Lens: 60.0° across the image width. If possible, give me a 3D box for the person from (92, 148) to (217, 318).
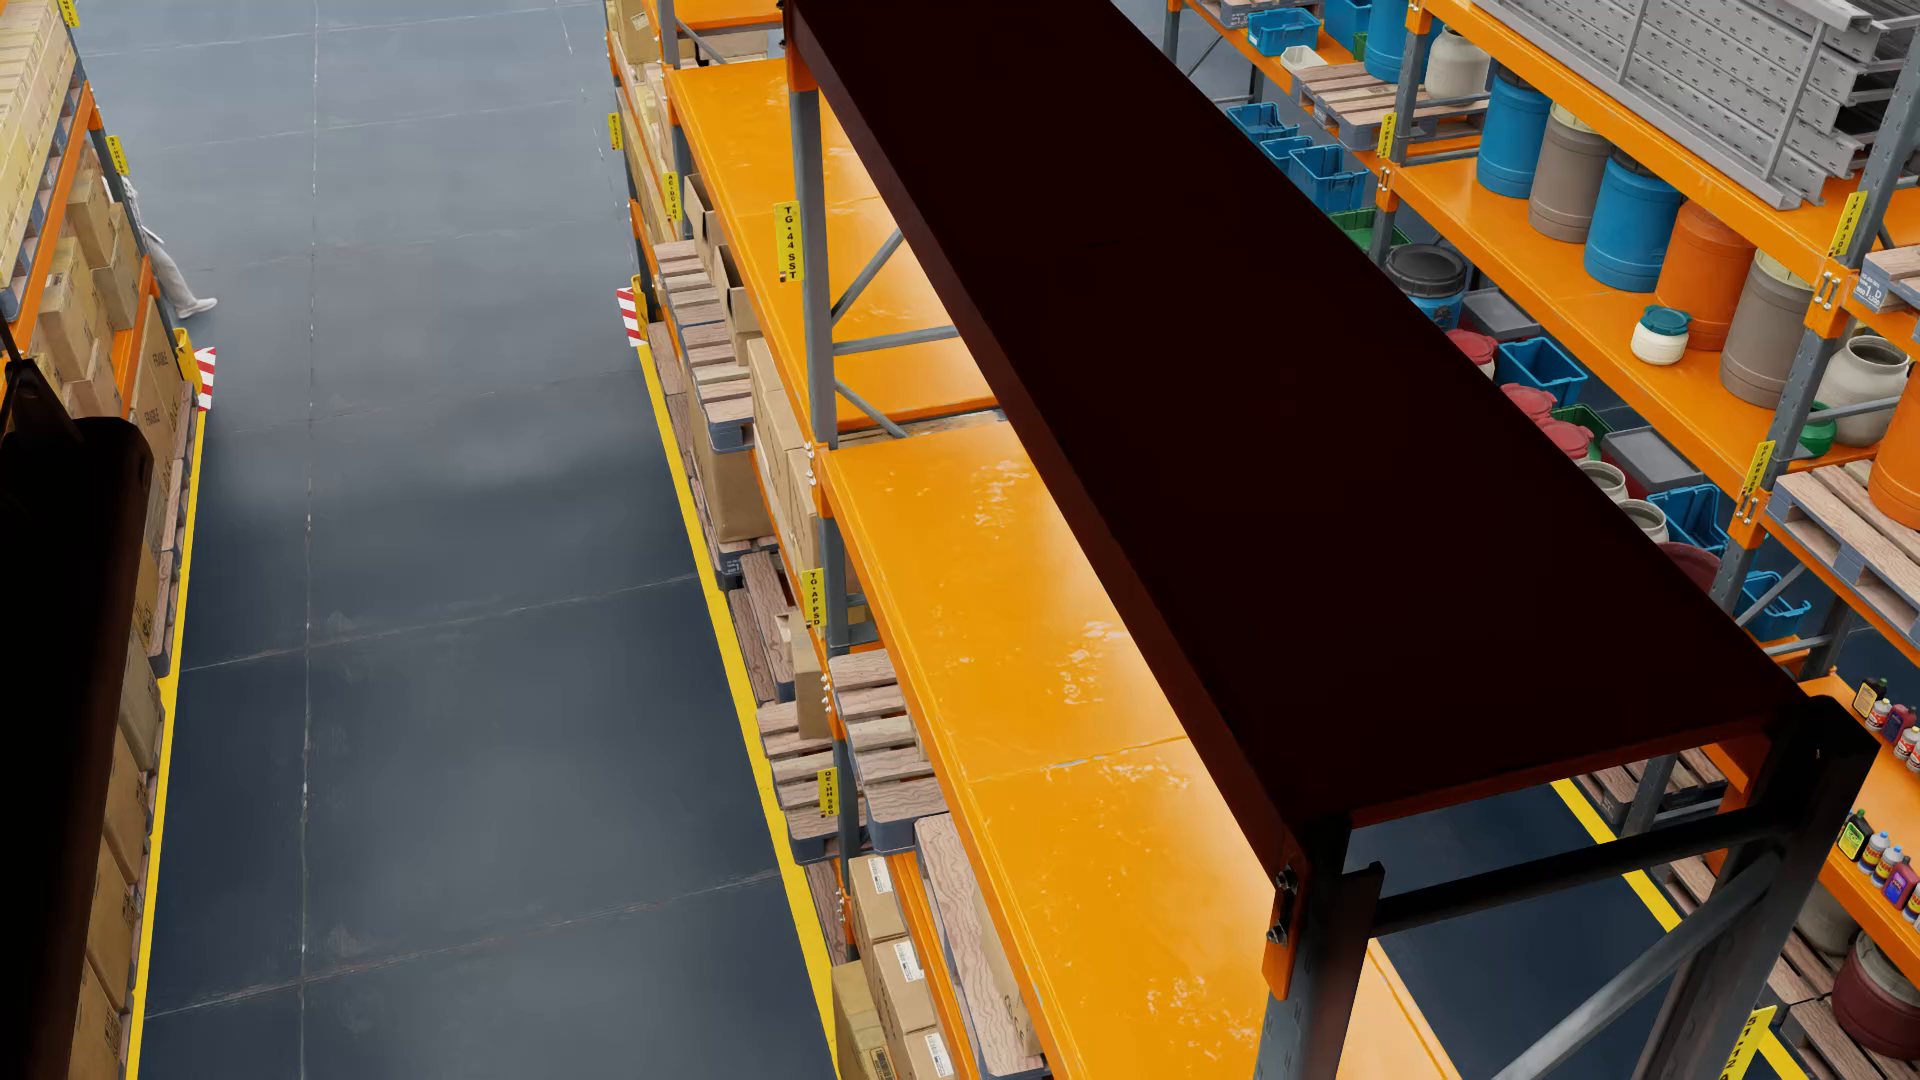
[{"bbox_3d":[-7.443,-2.687,14.810,1.144,1.732,0.581,-10,40,-13],"label":"person"}]
